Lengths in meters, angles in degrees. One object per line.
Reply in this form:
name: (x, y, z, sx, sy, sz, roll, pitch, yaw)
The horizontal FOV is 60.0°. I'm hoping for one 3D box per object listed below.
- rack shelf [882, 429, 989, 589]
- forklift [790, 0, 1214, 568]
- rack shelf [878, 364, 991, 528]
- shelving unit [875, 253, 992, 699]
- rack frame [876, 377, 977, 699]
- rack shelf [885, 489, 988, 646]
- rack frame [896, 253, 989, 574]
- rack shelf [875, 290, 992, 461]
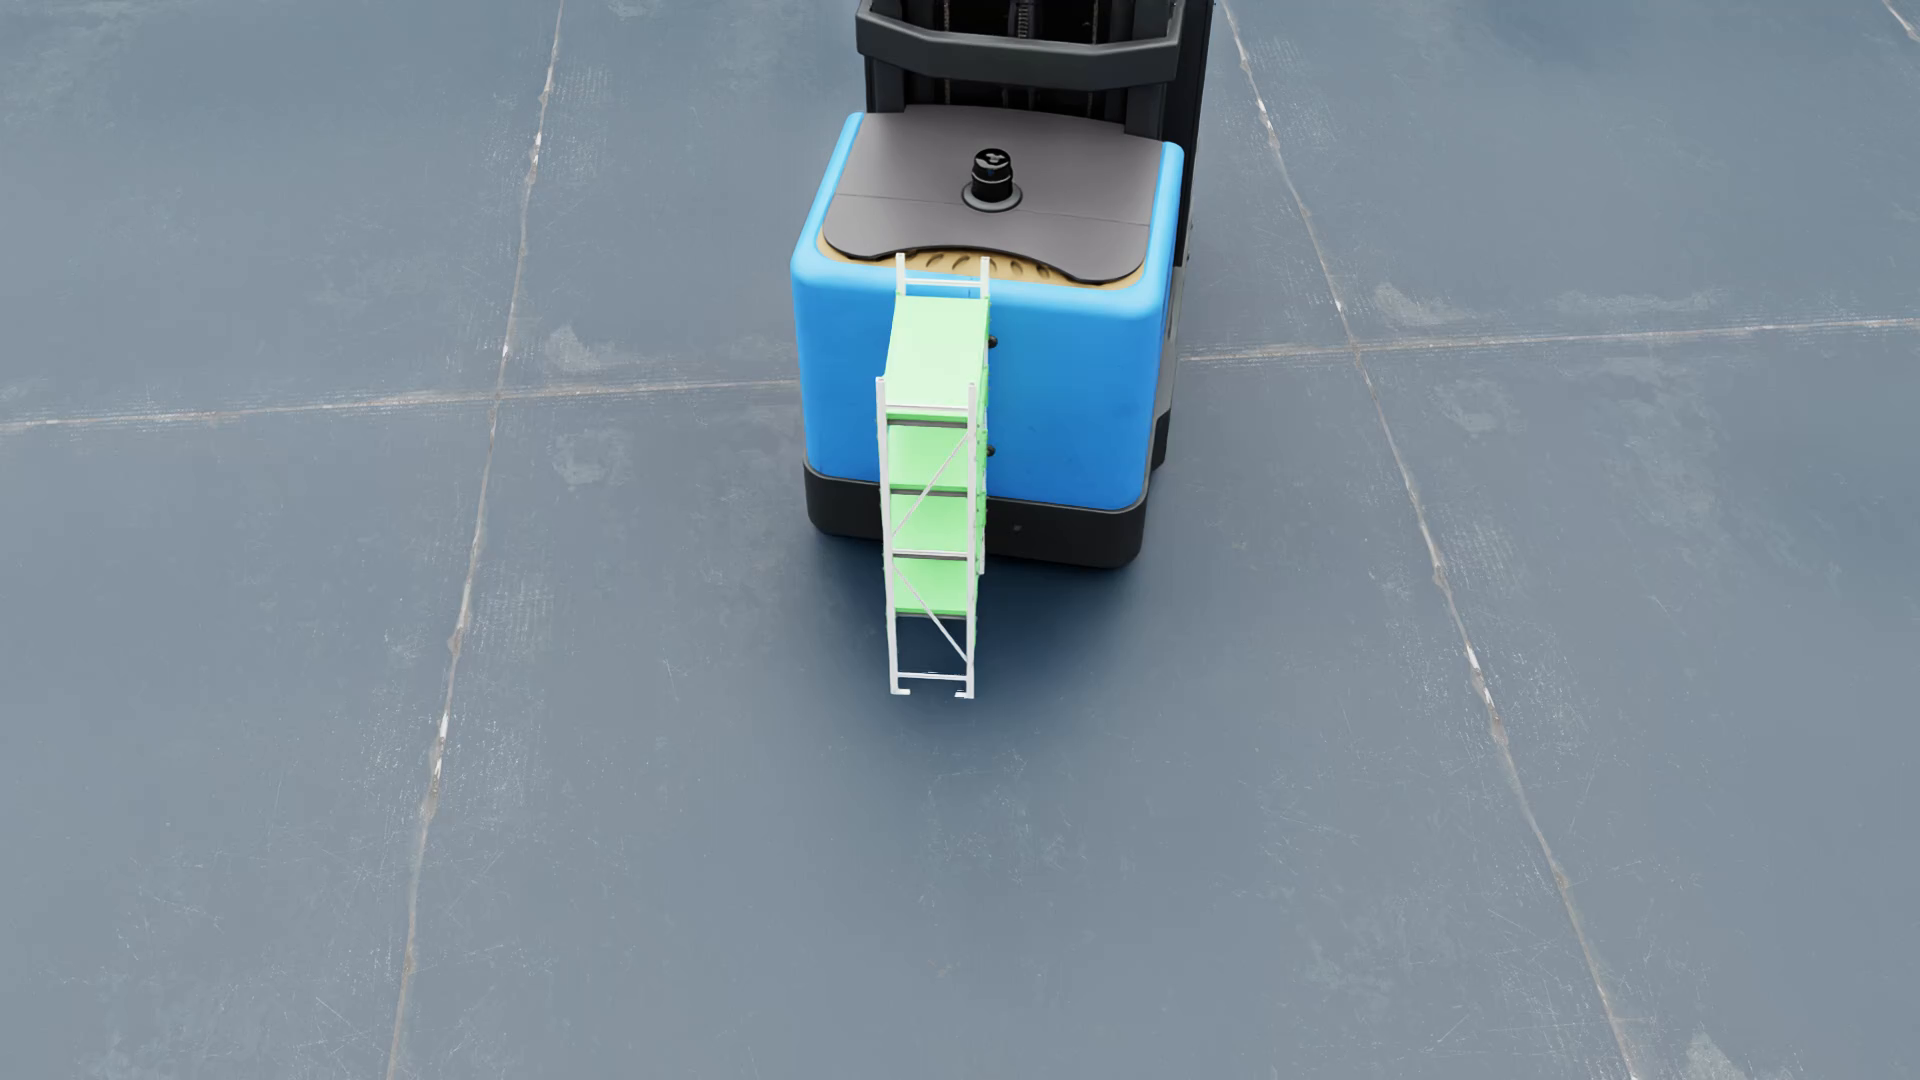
rack shelf: (-0.062, -0.097, 4.604, 0.258, 0.148, 0.480, 3, 47, 3)
forklift: (0.279, -2.008, 5.133, 1.130, 2.935, 3.031, 7, 47, 7)
rack shelf: (-0.062, -0.262, 4.429, 0.258, 0.148, 0.480, 3, 47, 3)
shelving unit: (-0.062, -0.141, 4.557, 0.258, 1.200, 0.503, 3, 47, 3)
rack frame: (-0.080, 0.036, 4.390, 0.240, 1.200, 0.015, 3, 47, 3)
rack shelf: (-0.062, 0.068, 4.778, 0.258, 0.148, 0.480, 3, 47, 3)
rack frame: (-0.045, -0.318, 4.724, 0.240, 1.200, 0.015, 3, 47, 3)
rack shelf: (-0.062, -0.427, 4.255, 0.258, 0.148, 0.480, 3, 47, 3)
